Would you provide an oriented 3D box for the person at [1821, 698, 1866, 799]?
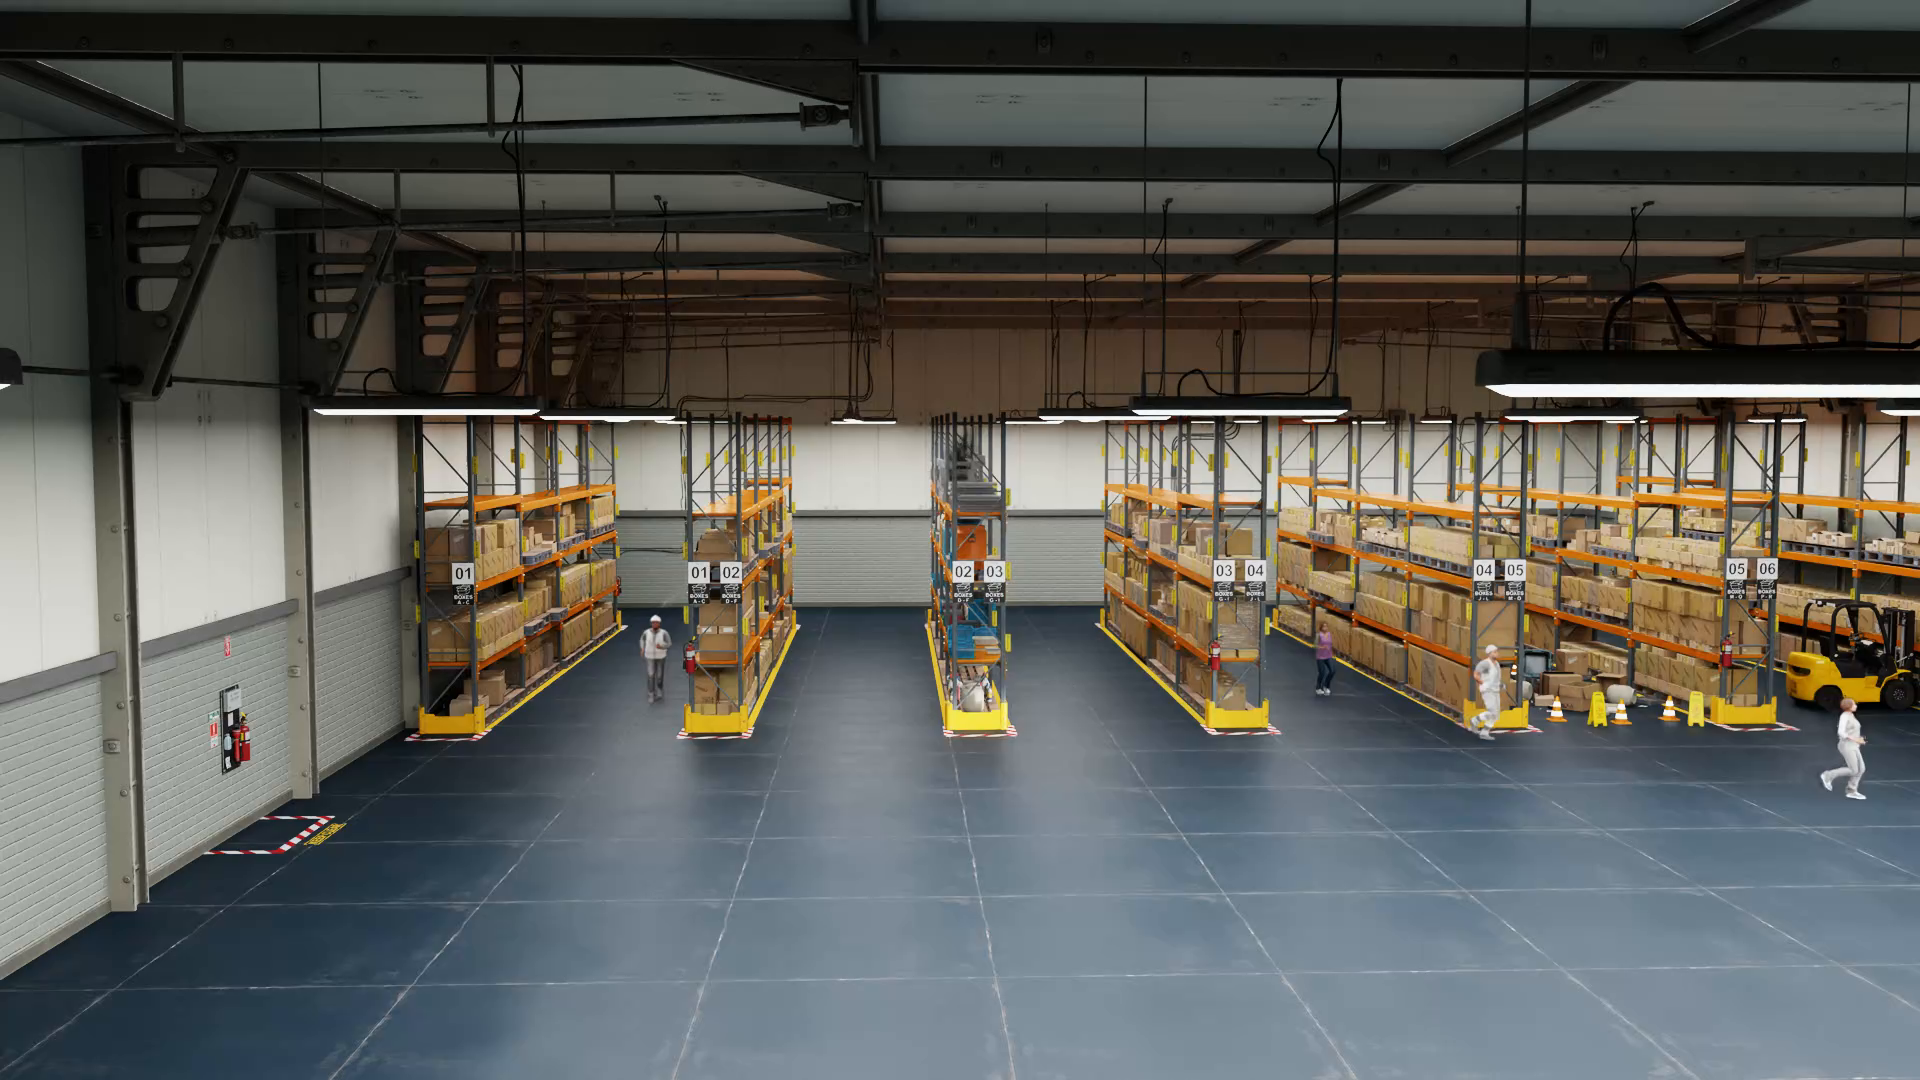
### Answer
[{"bbox_3d":[13.656,3.200,25.644,0.624,1.550,0.542,3,5,38],"label":"person"}]

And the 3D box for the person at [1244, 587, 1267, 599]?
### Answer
[{"bbox_3d":[8.010,1.787,45.129,0.671,1.749,0.638,0,4,0],"label":"person"}]

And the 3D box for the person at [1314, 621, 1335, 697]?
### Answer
[{"bbox_3d":[7.747,2.529,35.260,0.515,1.604,0.625,-1,4,-14],"label":"person"}]

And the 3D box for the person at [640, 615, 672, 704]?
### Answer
[{"bbox_3d":[-6.335,2.456,34.637,0.657,1.784,0.879,0,4,-7],"label":"person"}]

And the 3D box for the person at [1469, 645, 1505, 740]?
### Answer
[{"bbox_3d":[9.693,2.783,30.469,0.686,1.734,0.554,-3,5,-40],"label":"person"}]
